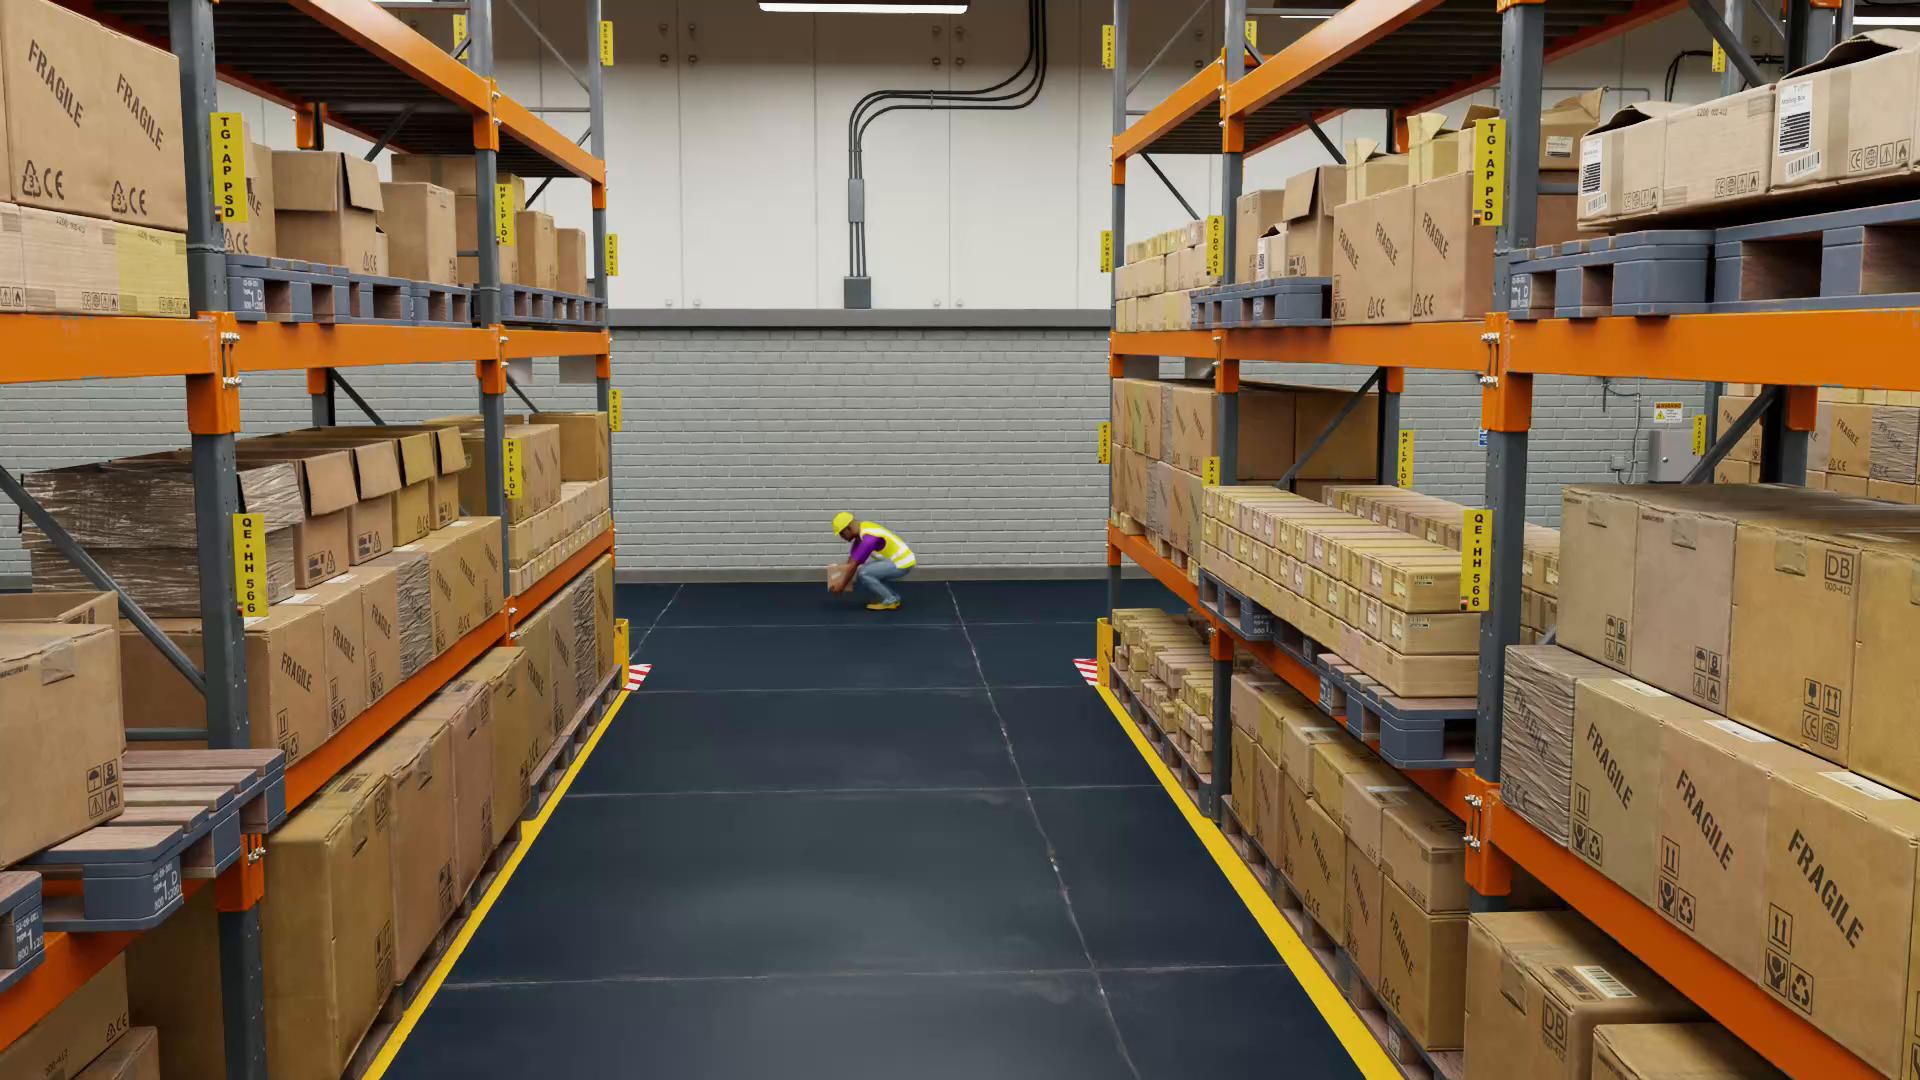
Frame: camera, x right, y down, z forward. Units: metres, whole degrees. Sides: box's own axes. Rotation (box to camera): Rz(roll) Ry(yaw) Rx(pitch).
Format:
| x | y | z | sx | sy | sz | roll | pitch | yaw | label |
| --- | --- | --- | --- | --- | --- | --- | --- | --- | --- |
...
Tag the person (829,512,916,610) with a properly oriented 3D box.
| x | y | z | sx | sy | sz | roll | pitch | yaw | label |
| --- | --- | --- | --- | --- | --- | --- | --- | --- | --- |
| -0.901 | 0.212 | 17.091 | 0.897 | 1.013 | 0.546 | -1 | 7 | -5 | person |
